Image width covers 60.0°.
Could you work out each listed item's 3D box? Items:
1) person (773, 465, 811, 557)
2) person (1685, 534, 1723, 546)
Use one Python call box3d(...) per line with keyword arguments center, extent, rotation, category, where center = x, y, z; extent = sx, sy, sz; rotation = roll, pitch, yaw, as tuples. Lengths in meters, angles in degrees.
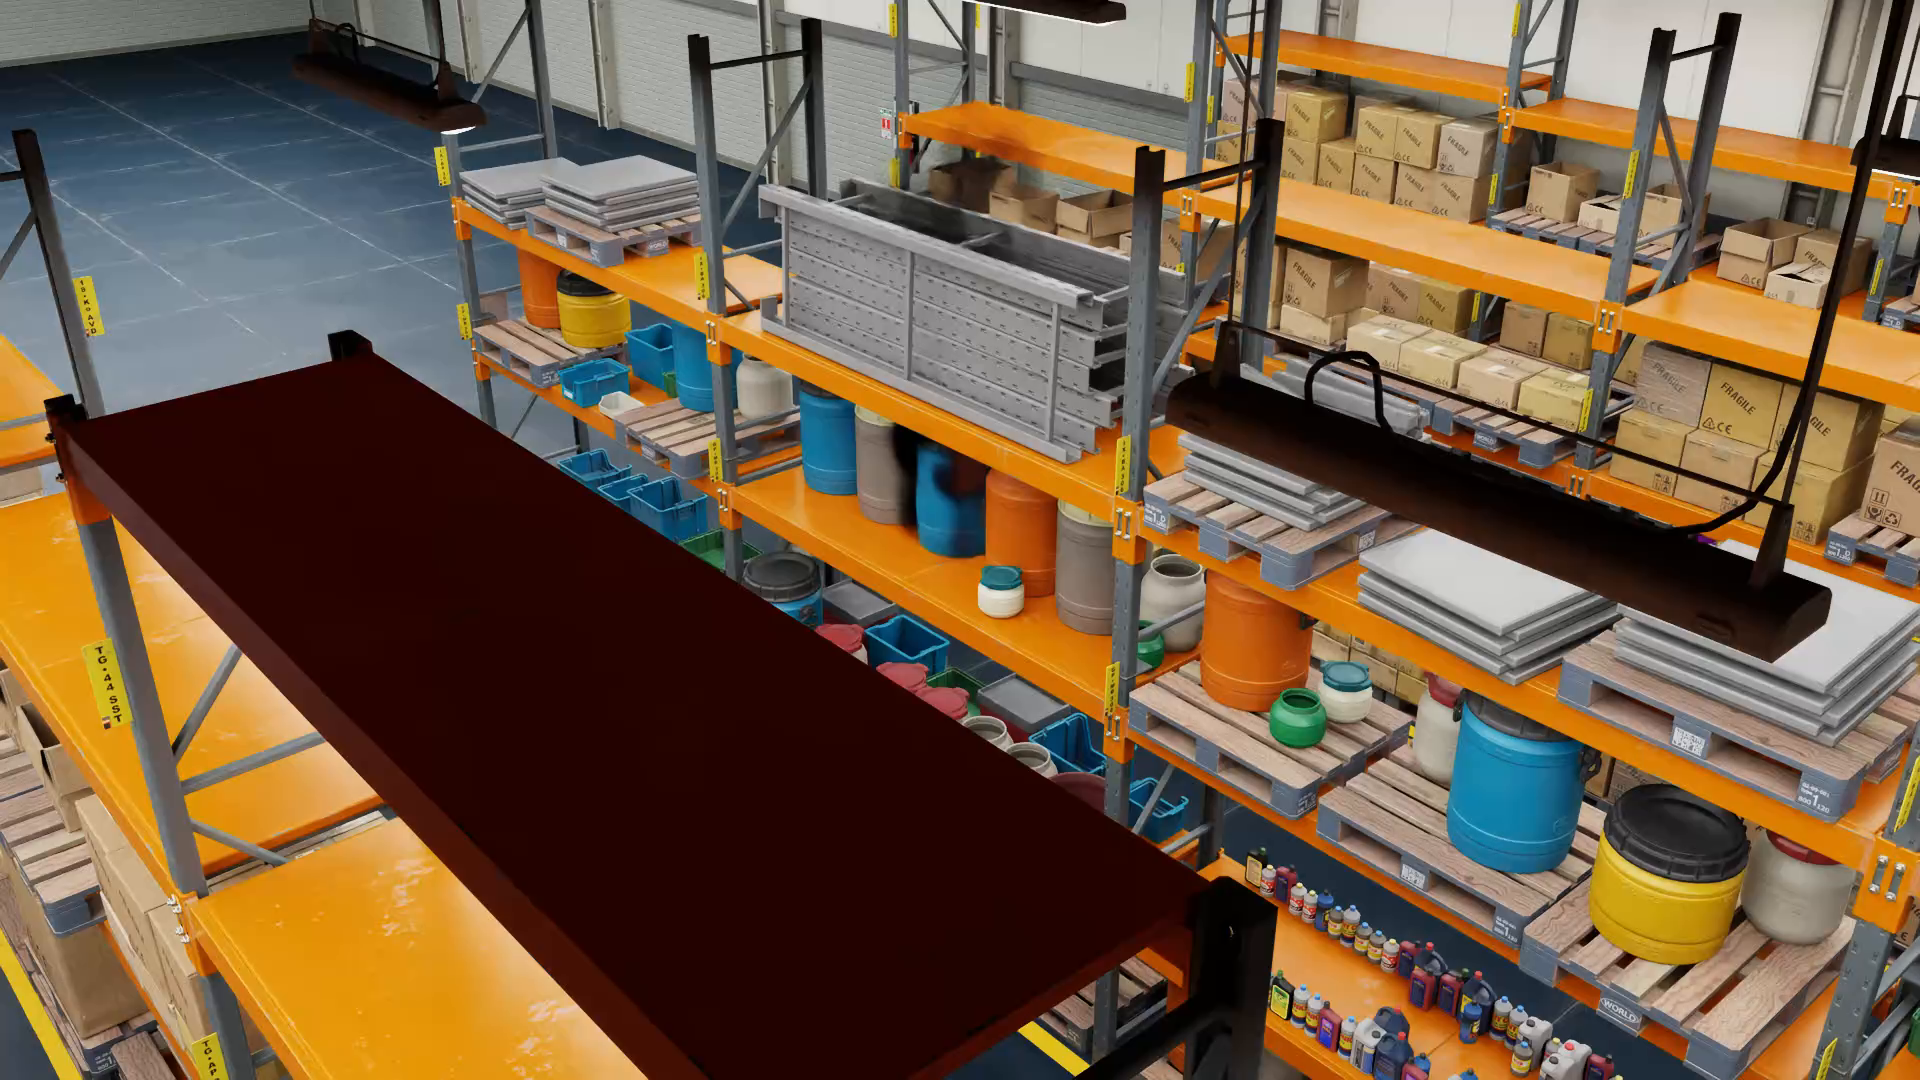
box3d(center=(-1.589, 0.027, 15.708), extent=(0.548, 1.630, 0.564), rotation=(22, 34, 36), category="person")
box3d(center=(6.749, 0.290, 15.057), extent=(0.862, 1.759, 0.707), rotation=(21, 34, 35), category="person")
